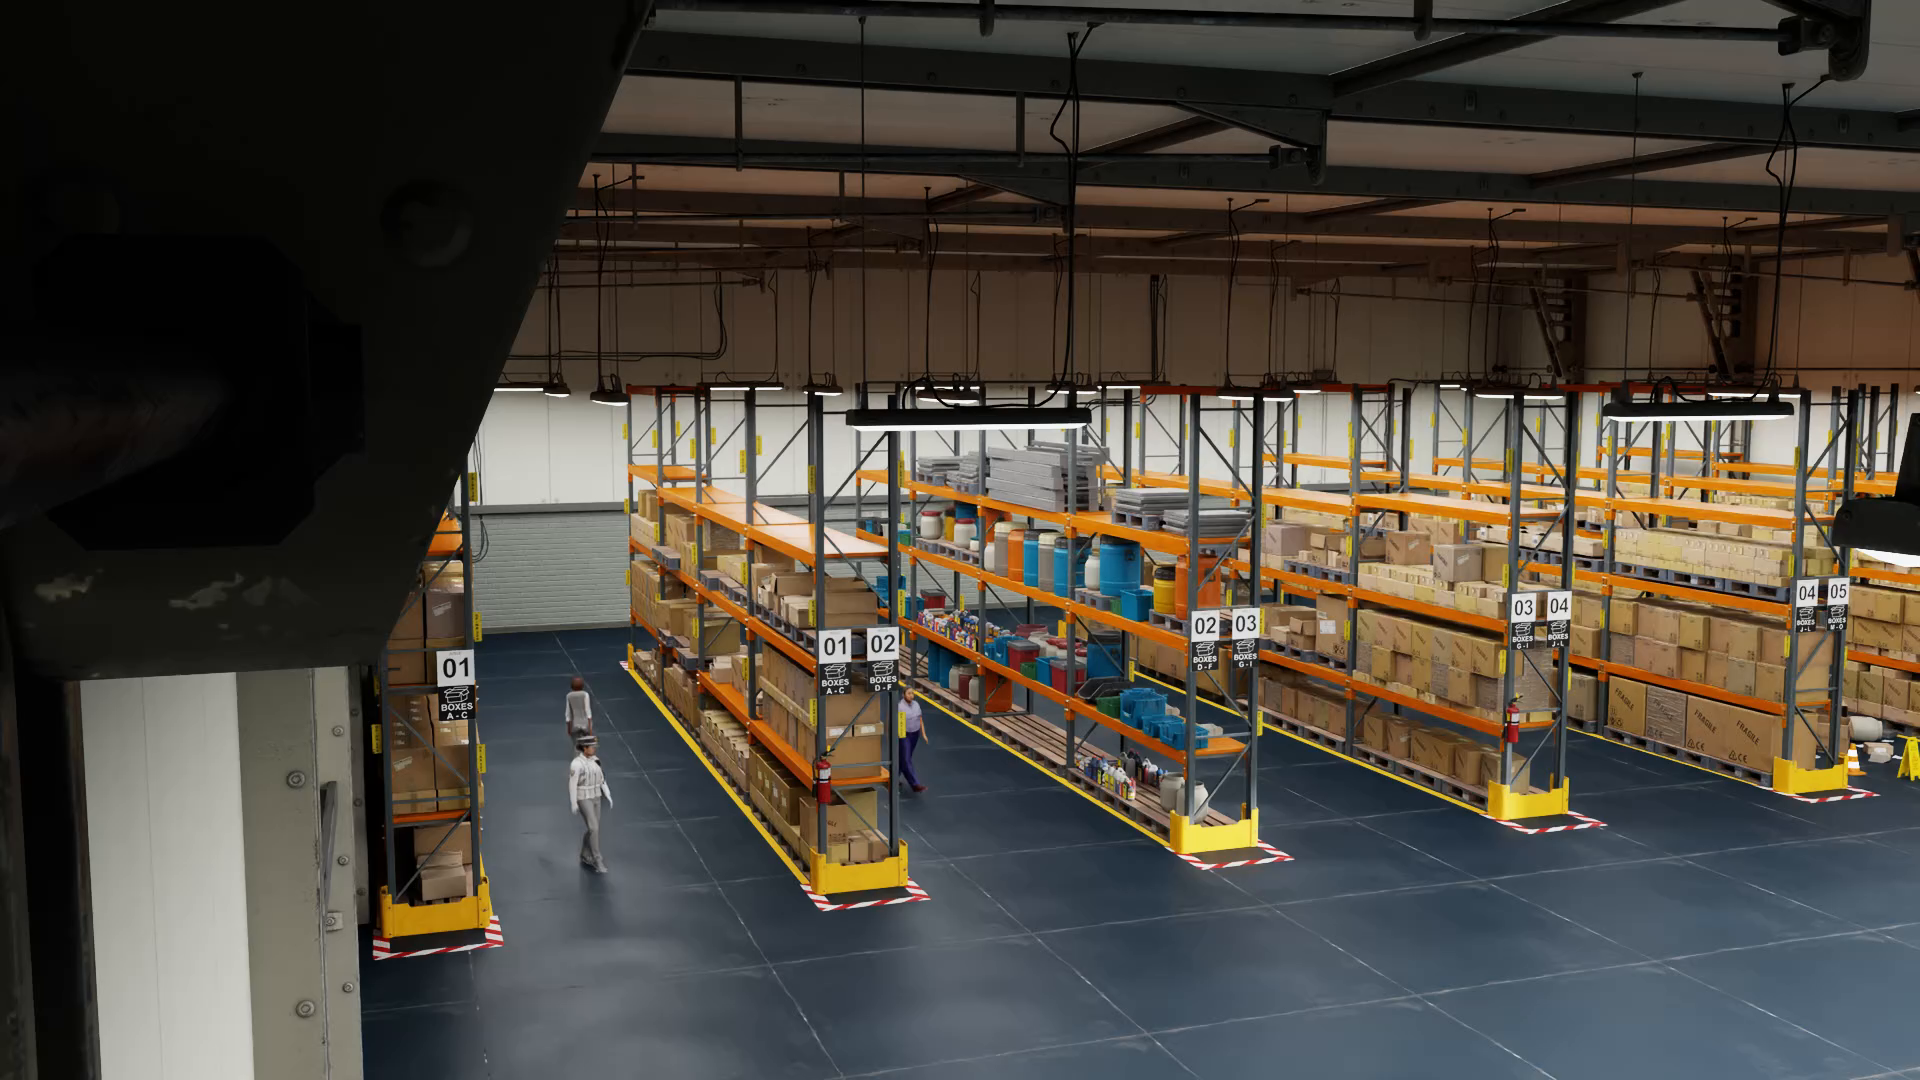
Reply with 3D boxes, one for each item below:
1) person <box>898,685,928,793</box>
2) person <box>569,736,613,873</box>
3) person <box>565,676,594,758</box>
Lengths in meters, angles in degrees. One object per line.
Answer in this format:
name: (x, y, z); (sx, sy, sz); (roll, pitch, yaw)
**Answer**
person: (-0.748, 2.958, 24.821); (1.053, 1.585, 0.529); (5, 8, 41)
person: (-4.640, 3.344, 21.133); (0.628, 1.698, 0.511); (3, 7, 28)
person: (-5.844, 2.892, 25.572); (0.448, 1.583, 0.468); (-1, 6, -8)
